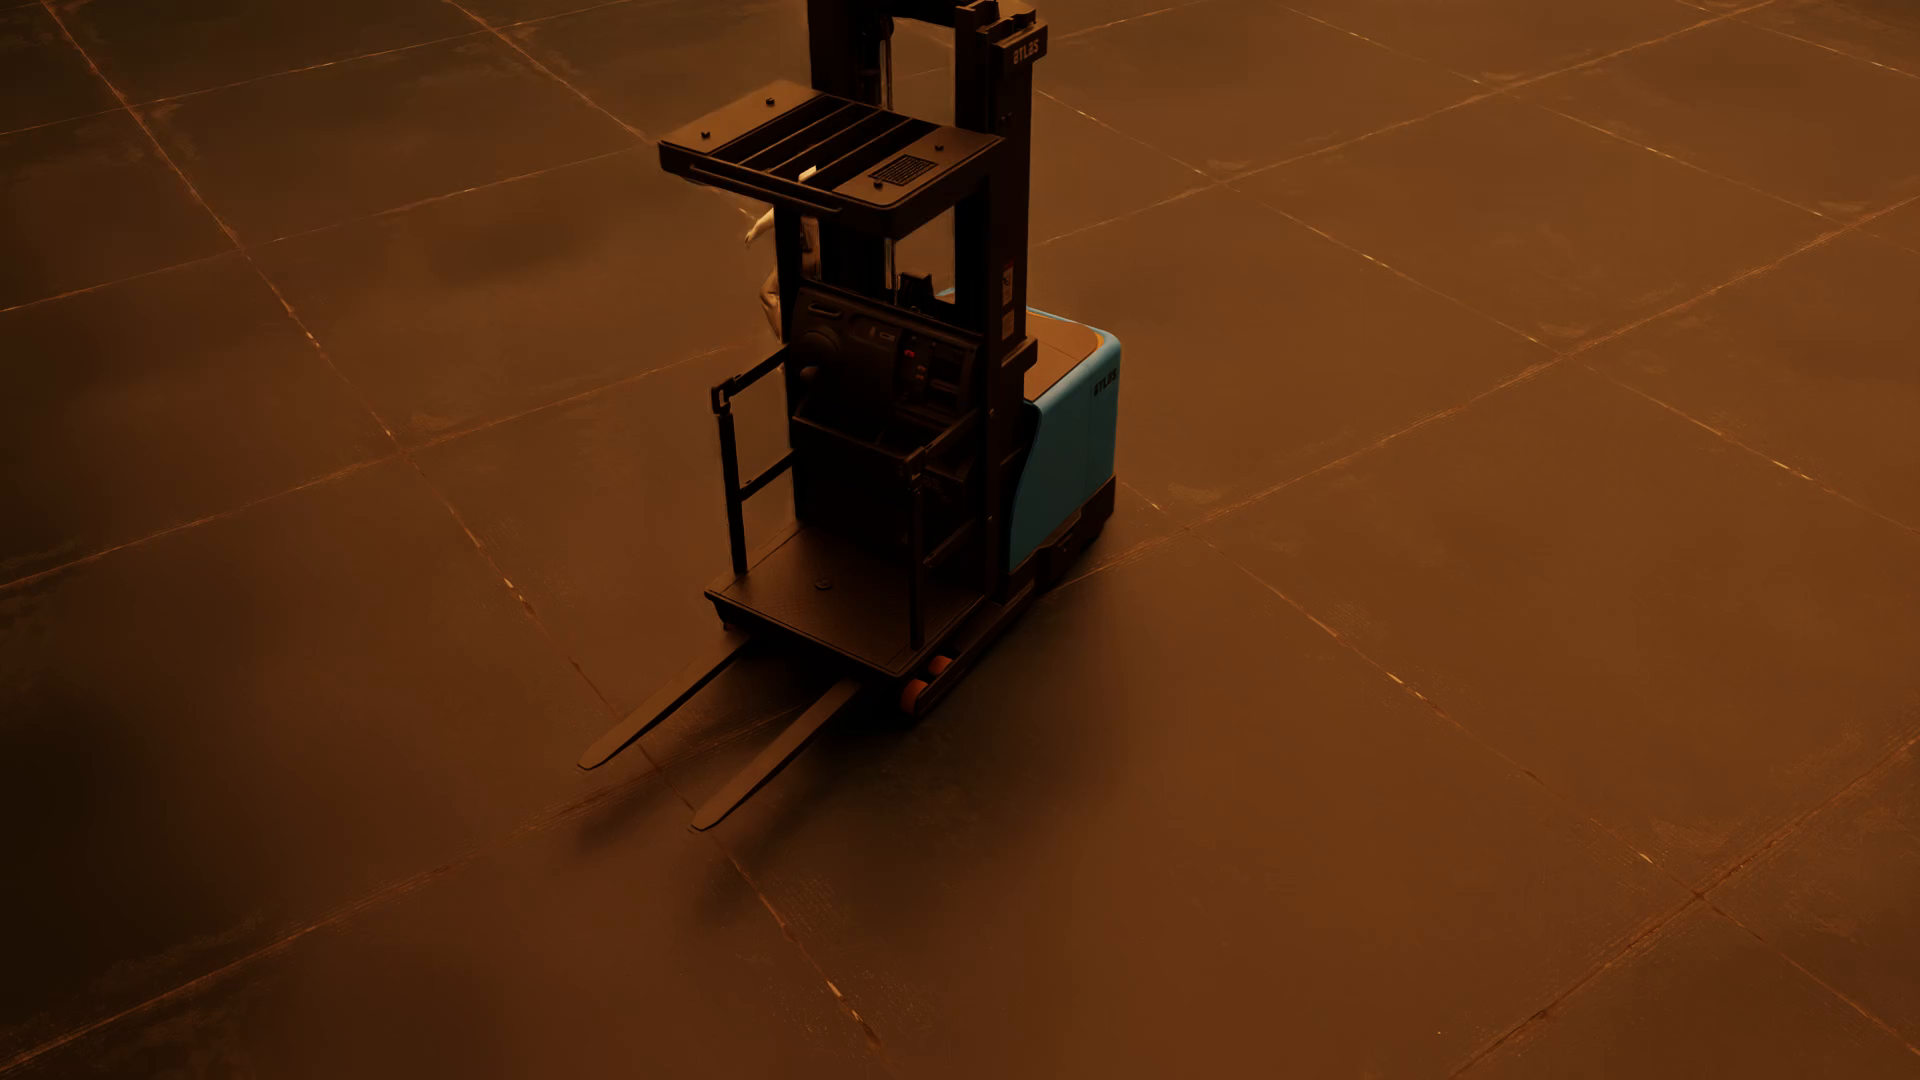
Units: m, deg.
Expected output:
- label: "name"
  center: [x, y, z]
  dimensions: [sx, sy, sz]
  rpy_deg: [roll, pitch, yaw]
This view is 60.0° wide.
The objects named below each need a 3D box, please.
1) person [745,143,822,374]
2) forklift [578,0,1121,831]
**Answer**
- label: "person"
  center: [-0.751, -1.734, 9.549]
  dimensions: [0.490, 1.573, 1.104]
  rpy_deg: [26, 44, 31]
- label: "forklift"
  center: [-0.449, -0.721, 6.919]
  dimensions: [1.130, 2.935, 3.031]
  rpy_deg: [22, 42, 26]
